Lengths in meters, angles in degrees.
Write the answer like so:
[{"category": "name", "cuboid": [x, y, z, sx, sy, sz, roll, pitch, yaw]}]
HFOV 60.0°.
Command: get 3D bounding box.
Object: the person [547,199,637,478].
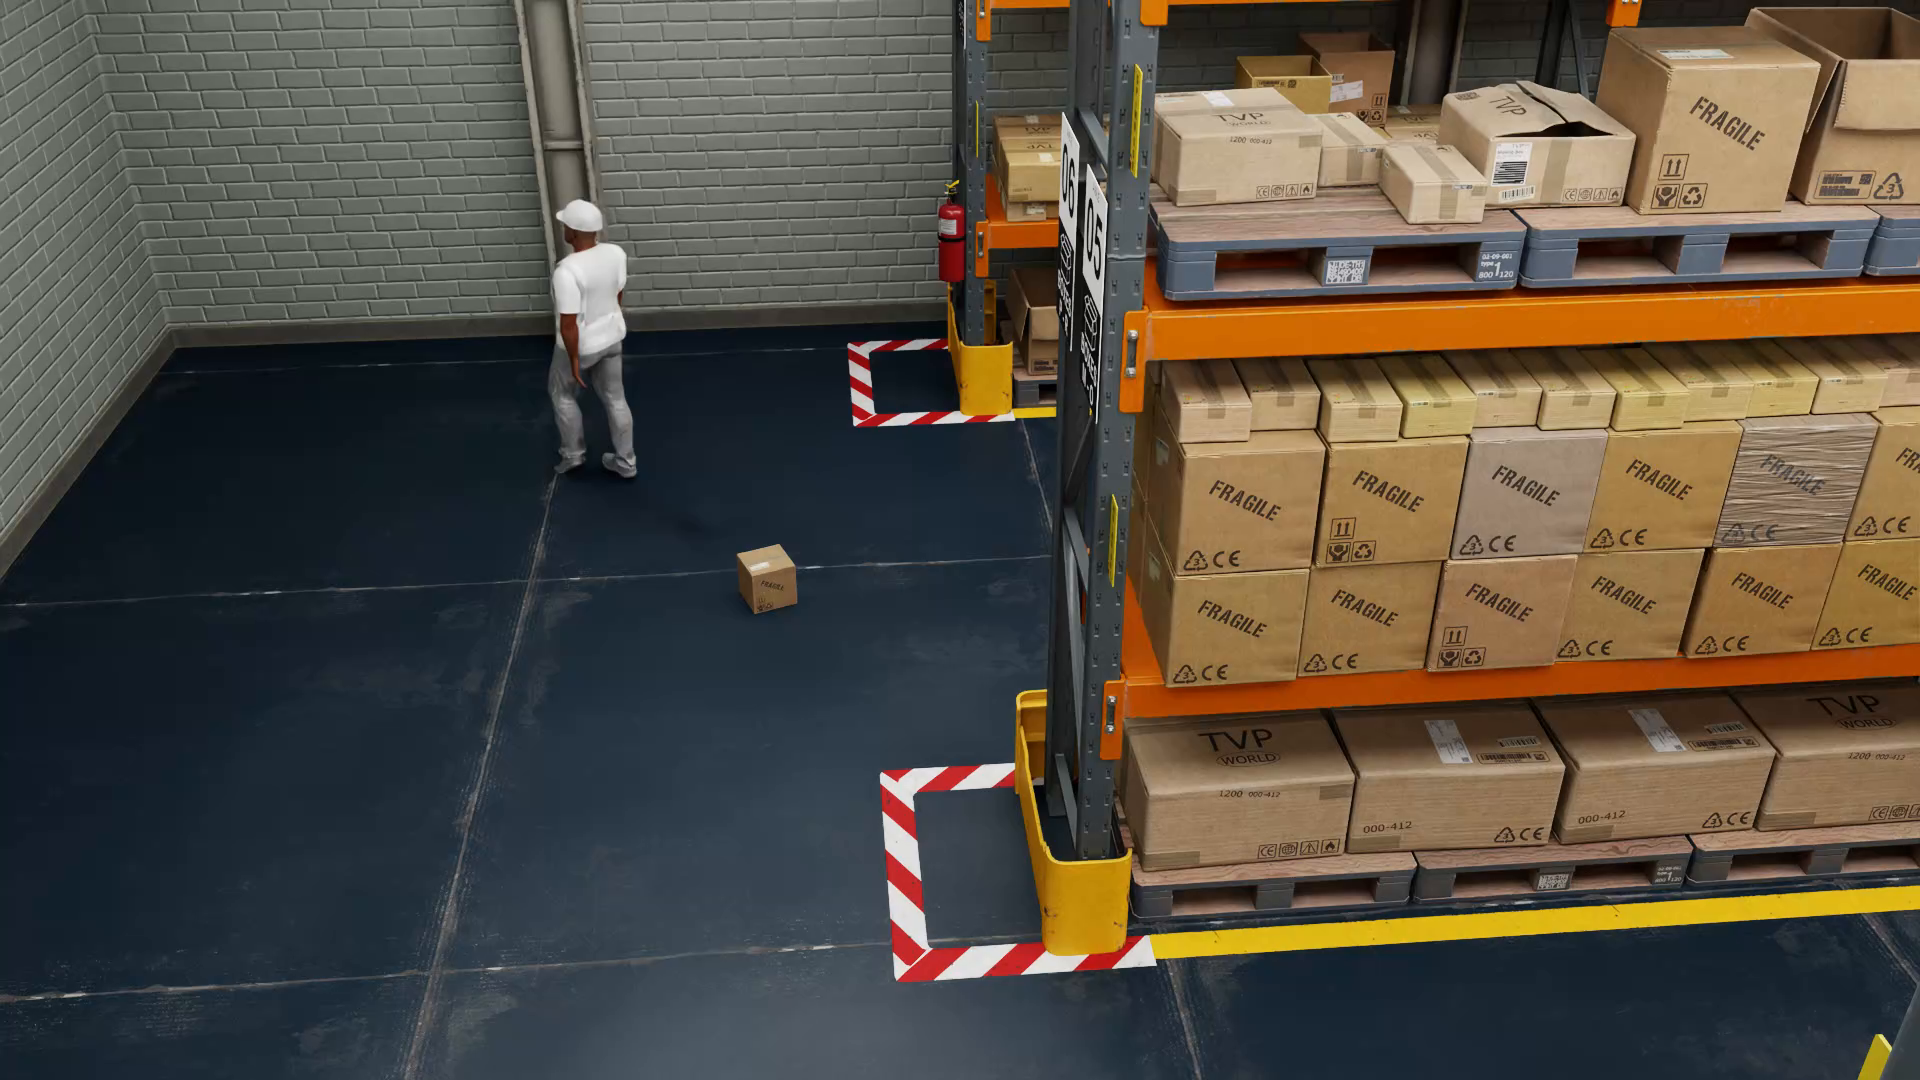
[{"category": "person", "cuboid": [-2.243, -1.181, 10.015, 0.580, 1.829, 0.568, 24, 38, 34]}]
